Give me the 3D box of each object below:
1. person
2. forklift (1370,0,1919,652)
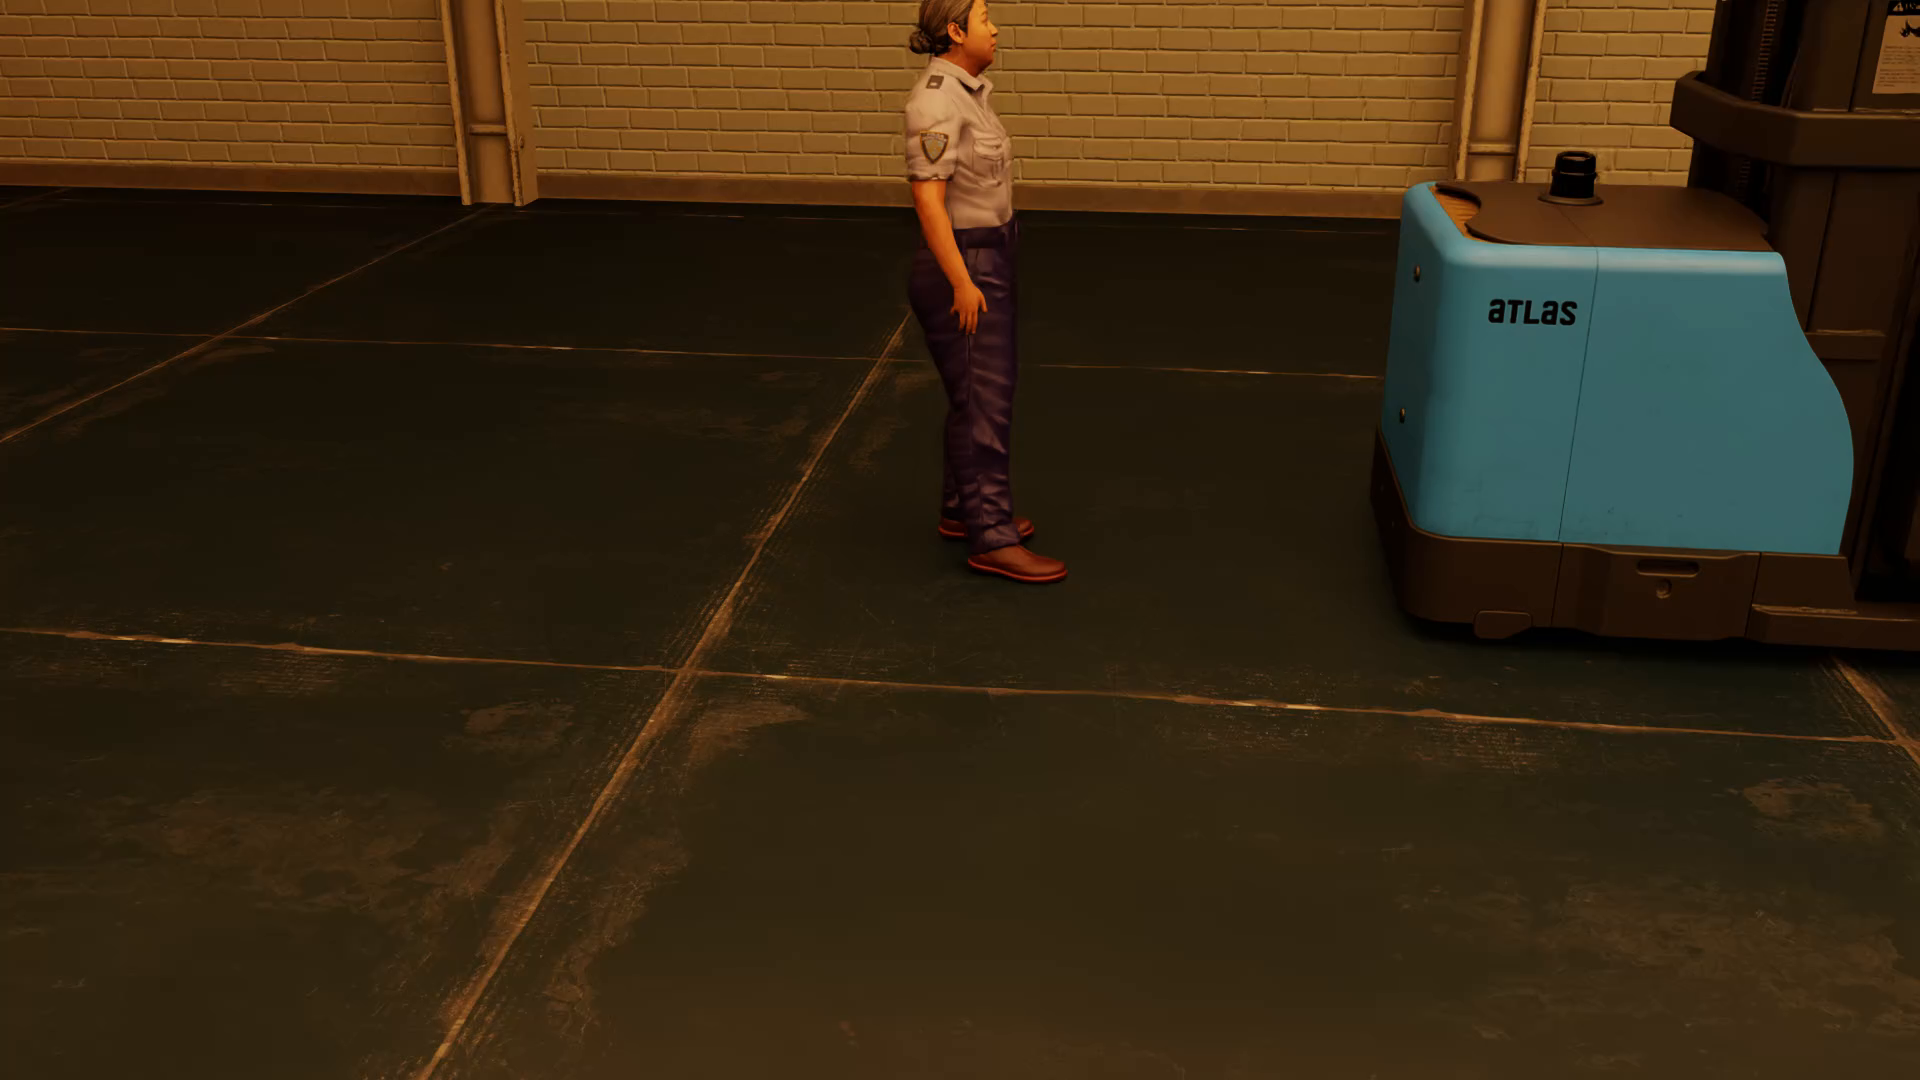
[{"bbox_3d":[0.103,-0.749,4.848,0.503,1.645,0.609,3,22,8],"label":"person"},{"bbox_3d":[2.758,-1.199,4.230,3.031,2.935,1.130,3,22,7],"label":"forklift"}]
